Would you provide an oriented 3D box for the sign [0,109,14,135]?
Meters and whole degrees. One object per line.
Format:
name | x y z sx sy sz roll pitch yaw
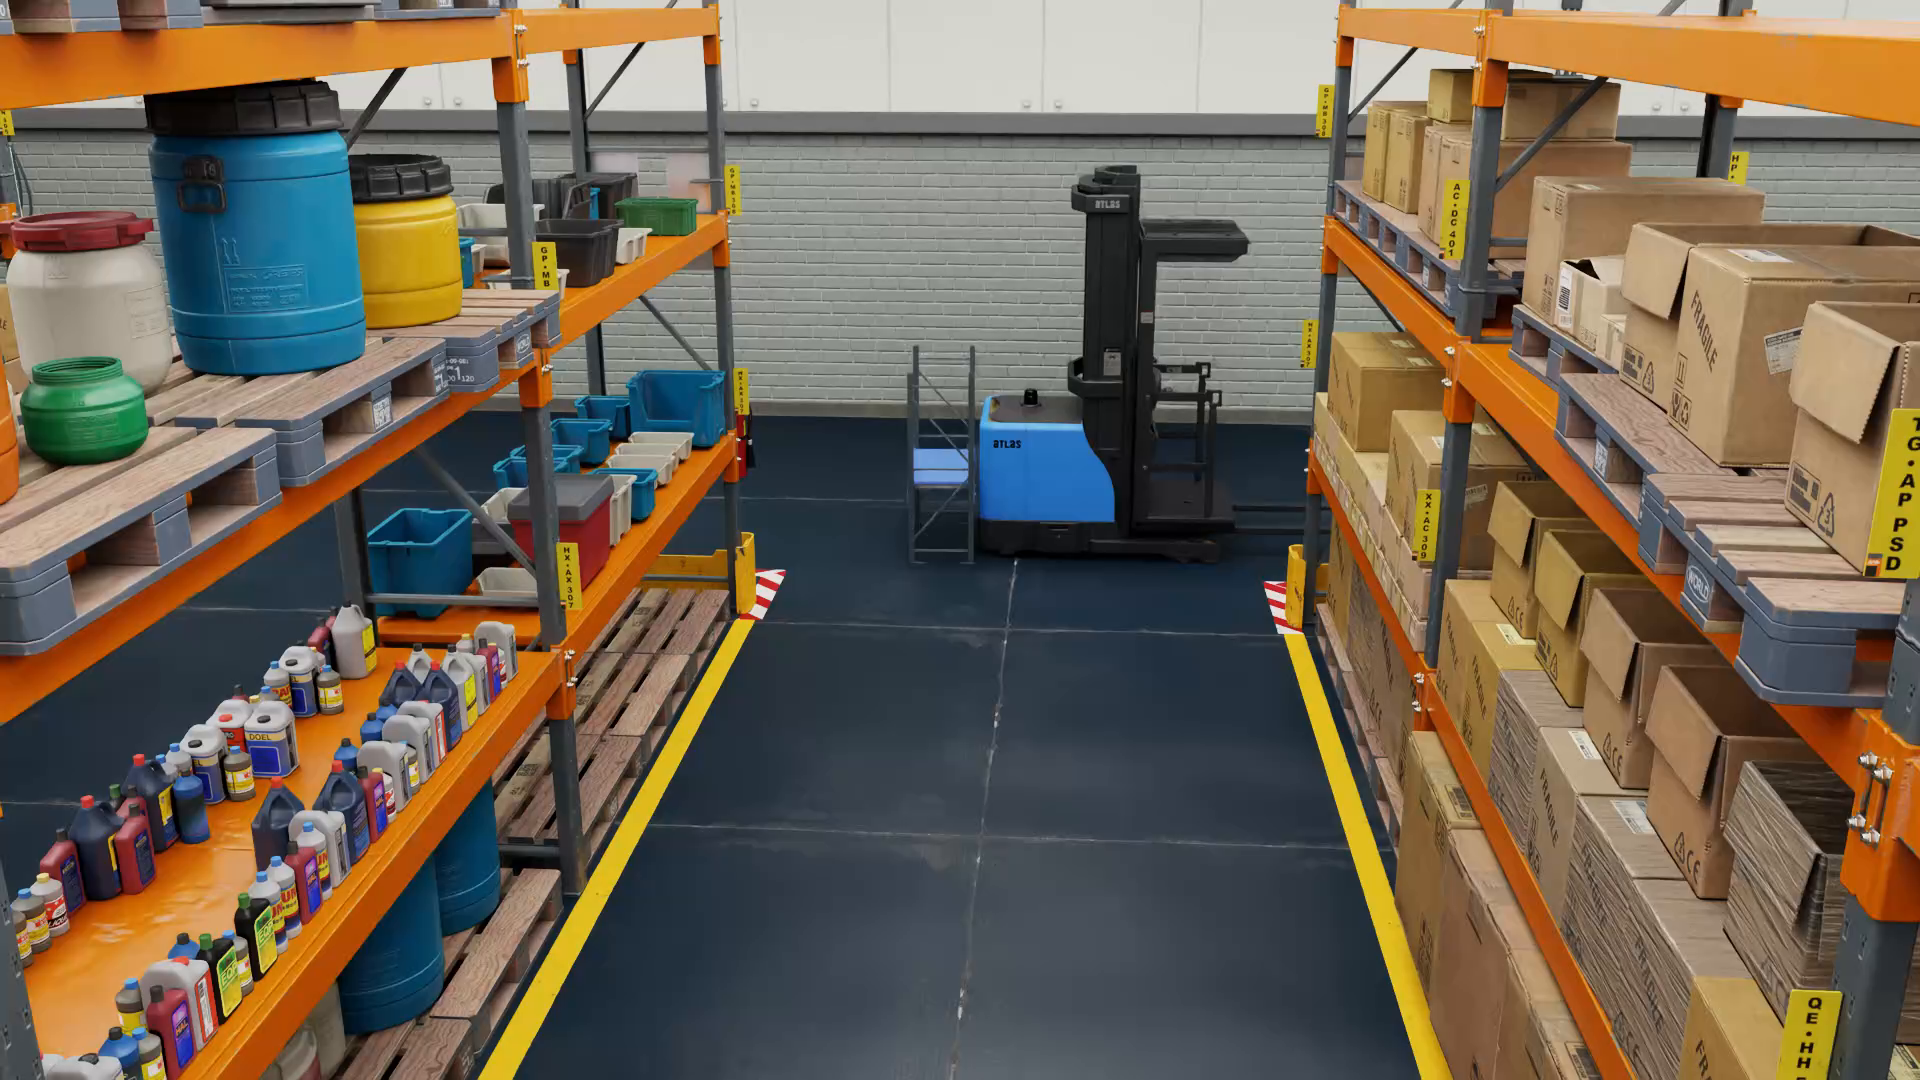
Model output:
sign | -6.447 -2.895 11.200 0.100 0.325 0.005 1 18 4

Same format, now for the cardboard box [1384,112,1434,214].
cardboard box | 2.749 -2.068 9.105 0.700 0.500 0.500 0 18 0

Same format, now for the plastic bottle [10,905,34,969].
plastic bottle | -2.950 1.230 5.170 0.097 0.201 0.097 0 18 0

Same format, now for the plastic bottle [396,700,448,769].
plastic bottle | -2.113 0.746 6.529 0.152 0.276 0.135 1 18 4

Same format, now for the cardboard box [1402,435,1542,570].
cardboard box | 2.361 -0.178 7.706 0.500 0.500 0.500 2 18 5

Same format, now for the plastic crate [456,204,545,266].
plastic crate | -2.525 -1.643 8.993 0.437 0.282 0.530 1 18 4

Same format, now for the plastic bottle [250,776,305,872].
plastic bottle | -2.325 0.984 5.682 0.144 0.351 0.185 1 18 4

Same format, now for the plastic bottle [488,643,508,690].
plastic bottle | -2.032 0.548 7.253 0.097 0.201 0.097 0 18 0

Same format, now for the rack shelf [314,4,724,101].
rack shelf | -2.202 -2.653 8.865 1.077 0.370 4.000 1 18 4

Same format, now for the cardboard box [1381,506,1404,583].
cardboard box | 2.400 0.024 8.296 0.500 0.250 0.500 2 18 6

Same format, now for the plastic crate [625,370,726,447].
plastic crate | -1.896 -0.892 11.176 0.616 0.435 0.499 1 18 4

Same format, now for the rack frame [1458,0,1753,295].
rack frame | 2.595 -2.453 6.458 1.000 3.000 0.127 1 18 4

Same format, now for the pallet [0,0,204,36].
pallet | -2.549 -1.265 3.777 1.213 0.211 1.003 1 18 4

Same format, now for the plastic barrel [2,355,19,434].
plastic barrel | -2.701 -0.366 4.453 0.301 0.262 0.301 0 18 0

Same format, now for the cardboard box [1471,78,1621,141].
cardboard box | 2.669 -1.971 7.603 0.500 0.250 0.500 0 18 0

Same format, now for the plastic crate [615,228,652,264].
plastic crate | -1.959 -1.608 9.119 0.437 0.136 0.530 1 18 4

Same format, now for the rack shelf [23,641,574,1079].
rack shelf | -2.488 1.250 5.946 1.077 0.370 4.000 1 18 4

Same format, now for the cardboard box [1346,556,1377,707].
cardboard box | 2.851 0.449 9.974 0.875 0.875 0.875 1 18 4

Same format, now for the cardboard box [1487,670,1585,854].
cardboard box | 2.241 0.799 6.007 0.500 0.500 0.500 1 18 3

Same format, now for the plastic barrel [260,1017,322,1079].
plastic barrel | -2.533 1.973 5.784 0.600 0.588 0.708 1 18 4

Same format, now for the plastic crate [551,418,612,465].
plastic crate | -2.452 -0.630 10.702 0.416 0.233 0.300 1 18 4

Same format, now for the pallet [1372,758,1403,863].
pallet | 2.728 1.488 8.542 1.003 0.211 1.213 1 18 4

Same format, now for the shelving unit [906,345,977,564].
shelving unit | -0.136 -0.690 13.121 0.538 1.500 1.048 0 18 1

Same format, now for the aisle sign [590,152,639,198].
aisle sign | -2.349 -2.220 11.205 0.394 0.787 0.004 1 18 4

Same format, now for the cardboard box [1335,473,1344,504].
cardboard box | 2.456 -0.303 9.934 0.380 0.149 0.250 1 18 3

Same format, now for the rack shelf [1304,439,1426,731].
rack shelf | 2.739 0.118 9.400 1.077 0.370 4.000 1 18 4

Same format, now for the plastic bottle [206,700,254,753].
plastic bottle | -2.825 0.769 6.458 0.152 0.276 0.135 1 18 4

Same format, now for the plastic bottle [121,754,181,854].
plastic bottle | -2.871 0.915 5.891 0.144 0.351 0.185 1 18 4

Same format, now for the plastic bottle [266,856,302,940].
plastic bottle | -2.177 1.141 5.330 0.097 0.271 0.097 0 18 0

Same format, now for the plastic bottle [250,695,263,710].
plastic bottle | -2.834 0.726 6.708 0.097 0.201 0.097 0 18 0

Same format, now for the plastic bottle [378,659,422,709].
plastic bottle | -2.242 0.658 6.678 0.144 0.351 0.185 1 18 4

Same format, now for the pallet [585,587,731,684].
pallet | -2.156 0.625 11.176 1.003 0.211 1.213 1 18 4

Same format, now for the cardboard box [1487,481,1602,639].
cardboard box | 2.558 0.072 6.614 0.797 0.503 0.637 1 18 2

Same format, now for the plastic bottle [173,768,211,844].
plastic bottle | -2.747 0.942 5.937 0.097 0.271 0.097 0 18 0

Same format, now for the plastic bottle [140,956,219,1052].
plastic bottle | -2.245 1.318 4.784 0.152 0.276 0.135 1 18 4

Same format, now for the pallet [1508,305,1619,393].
pallet | 2.579 -0.651 6.082 0.805 0.209 1.217 1 18 2

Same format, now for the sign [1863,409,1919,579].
sign | 1.755 -0.084 3.086 0.100 0.325 0.005 1 18 4

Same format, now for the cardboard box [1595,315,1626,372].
cardboard box | 2.339 -0.649 5.498 0.380 0.149 0.250 1 18 2

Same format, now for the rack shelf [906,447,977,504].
rack shelf | -0.136 -0.519 13.177 0.538 0.185 1.000 0 18 1

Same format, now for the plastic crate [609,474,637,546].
plastic crate | -2.052 -0.155 9.173 0.437 0.282 0.530 1 18 4

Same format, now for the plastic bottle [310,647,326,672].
plastic bottle | -2.797 0.564 7.205 0.097 0.201 0.097 0 18 0

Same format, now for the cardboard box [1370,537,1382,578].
cardboard box | 2.364 0.095 8.718 0.380 0.149 0.250 2 18 5

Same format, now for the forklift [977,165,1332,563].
forklift | 1.673 -1.388 12.953 3.031 2.935 1.130 1 18 3

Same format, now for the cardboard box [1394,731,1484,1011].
cardboard box | 2.569 1.407 7.050 1.225 0.875 0.875 1 18 4

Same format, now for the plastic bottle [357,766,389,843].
plastic bottle | -2.111 0.929 5.958 0.061 0.283 0.133 1 18 4

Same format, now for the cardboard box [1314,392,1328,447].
cardboard box | 2.578 -0.772 10.724 0.500 0.250 0.500 1 18 2

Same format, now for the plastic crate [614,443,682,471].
plastic crate | -1.971 -0.511 10.494 0.396 0.136 0.243 1 18 4

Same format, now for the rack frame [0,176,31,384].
rack frame | -6.999 -1.067 11.862 1.000 3.000 0.127 1 18 4

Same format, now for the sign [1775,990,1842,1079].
sign | 1.755 1.078 3.455 0.100 0.325 0.005 1 18 4
